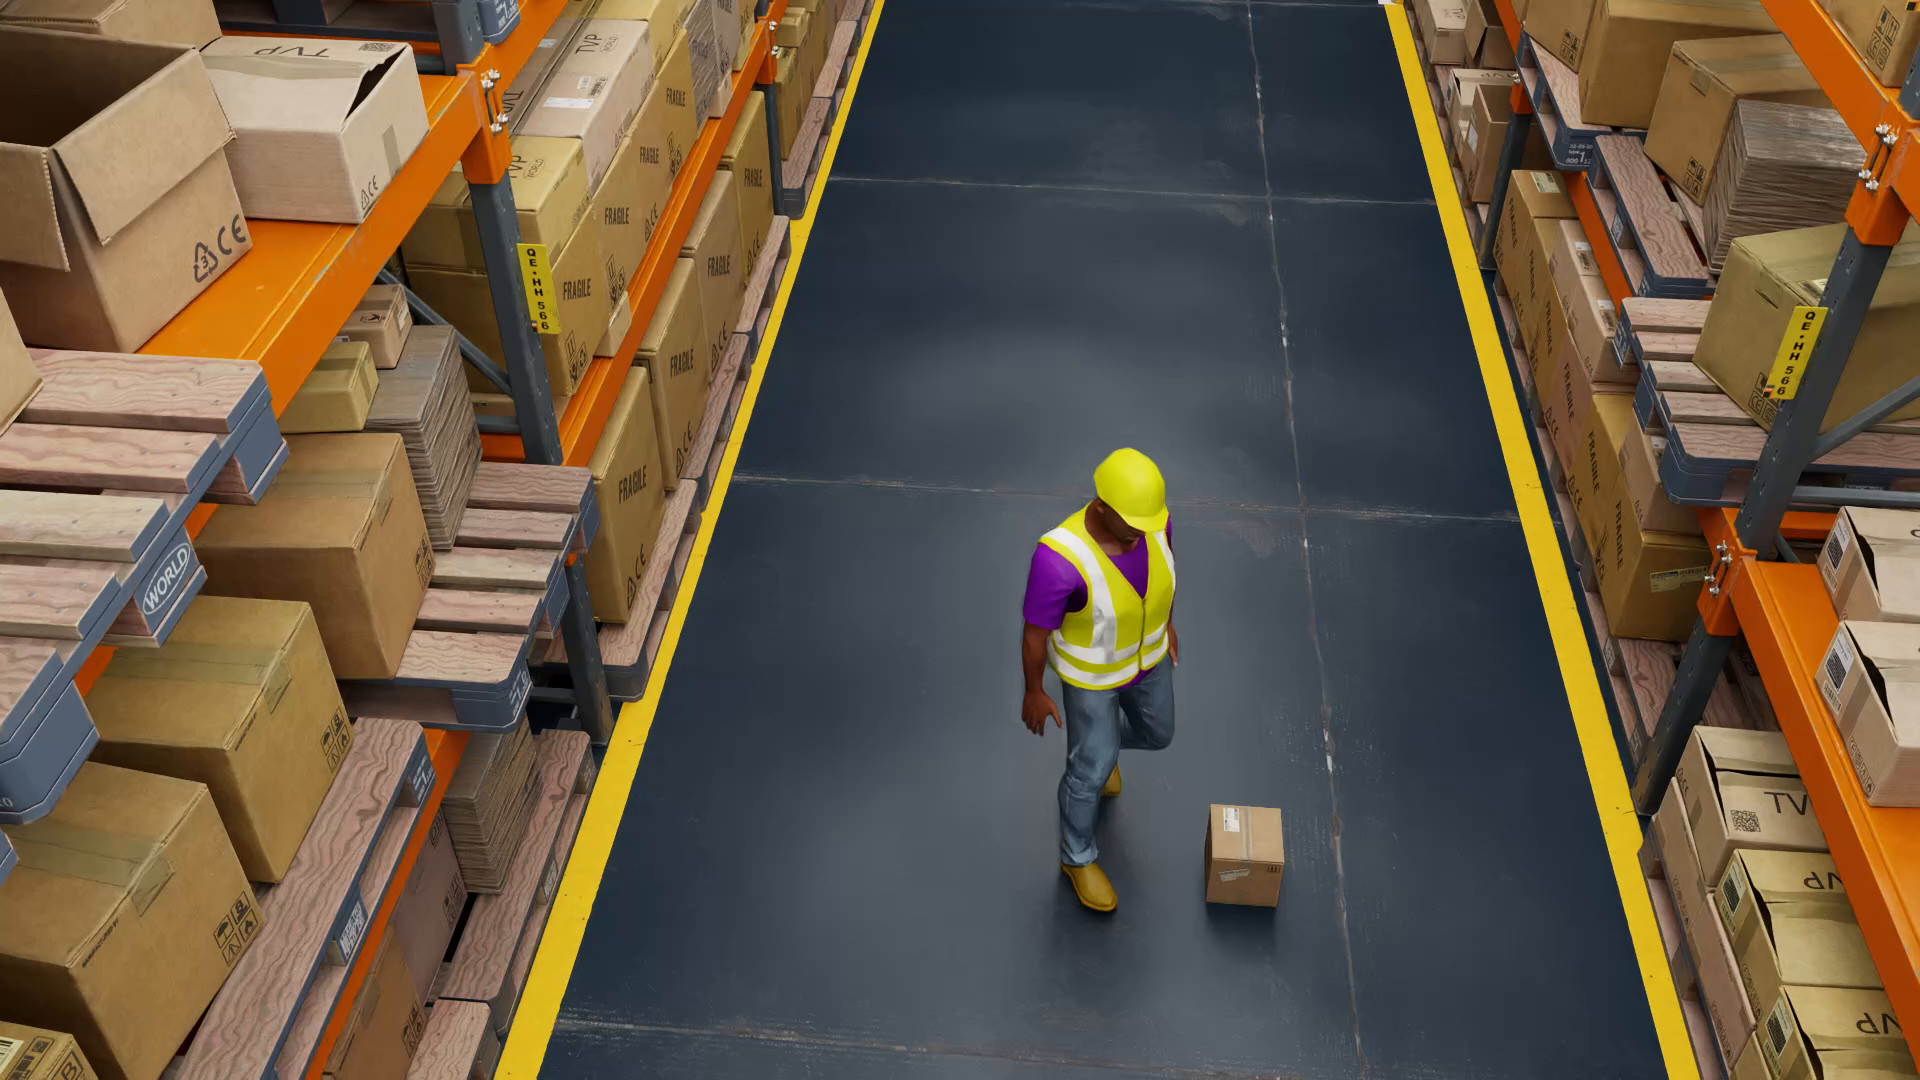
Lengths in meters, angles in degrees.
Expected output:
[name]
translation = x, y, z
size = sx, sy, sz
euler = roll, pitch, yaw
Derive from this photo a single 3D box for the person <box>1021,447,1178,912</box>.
[person]
translation = 0.502, 0.414, 5.627
size = 0.655, 1.756, 0.640
euler = -28, 47, -29
